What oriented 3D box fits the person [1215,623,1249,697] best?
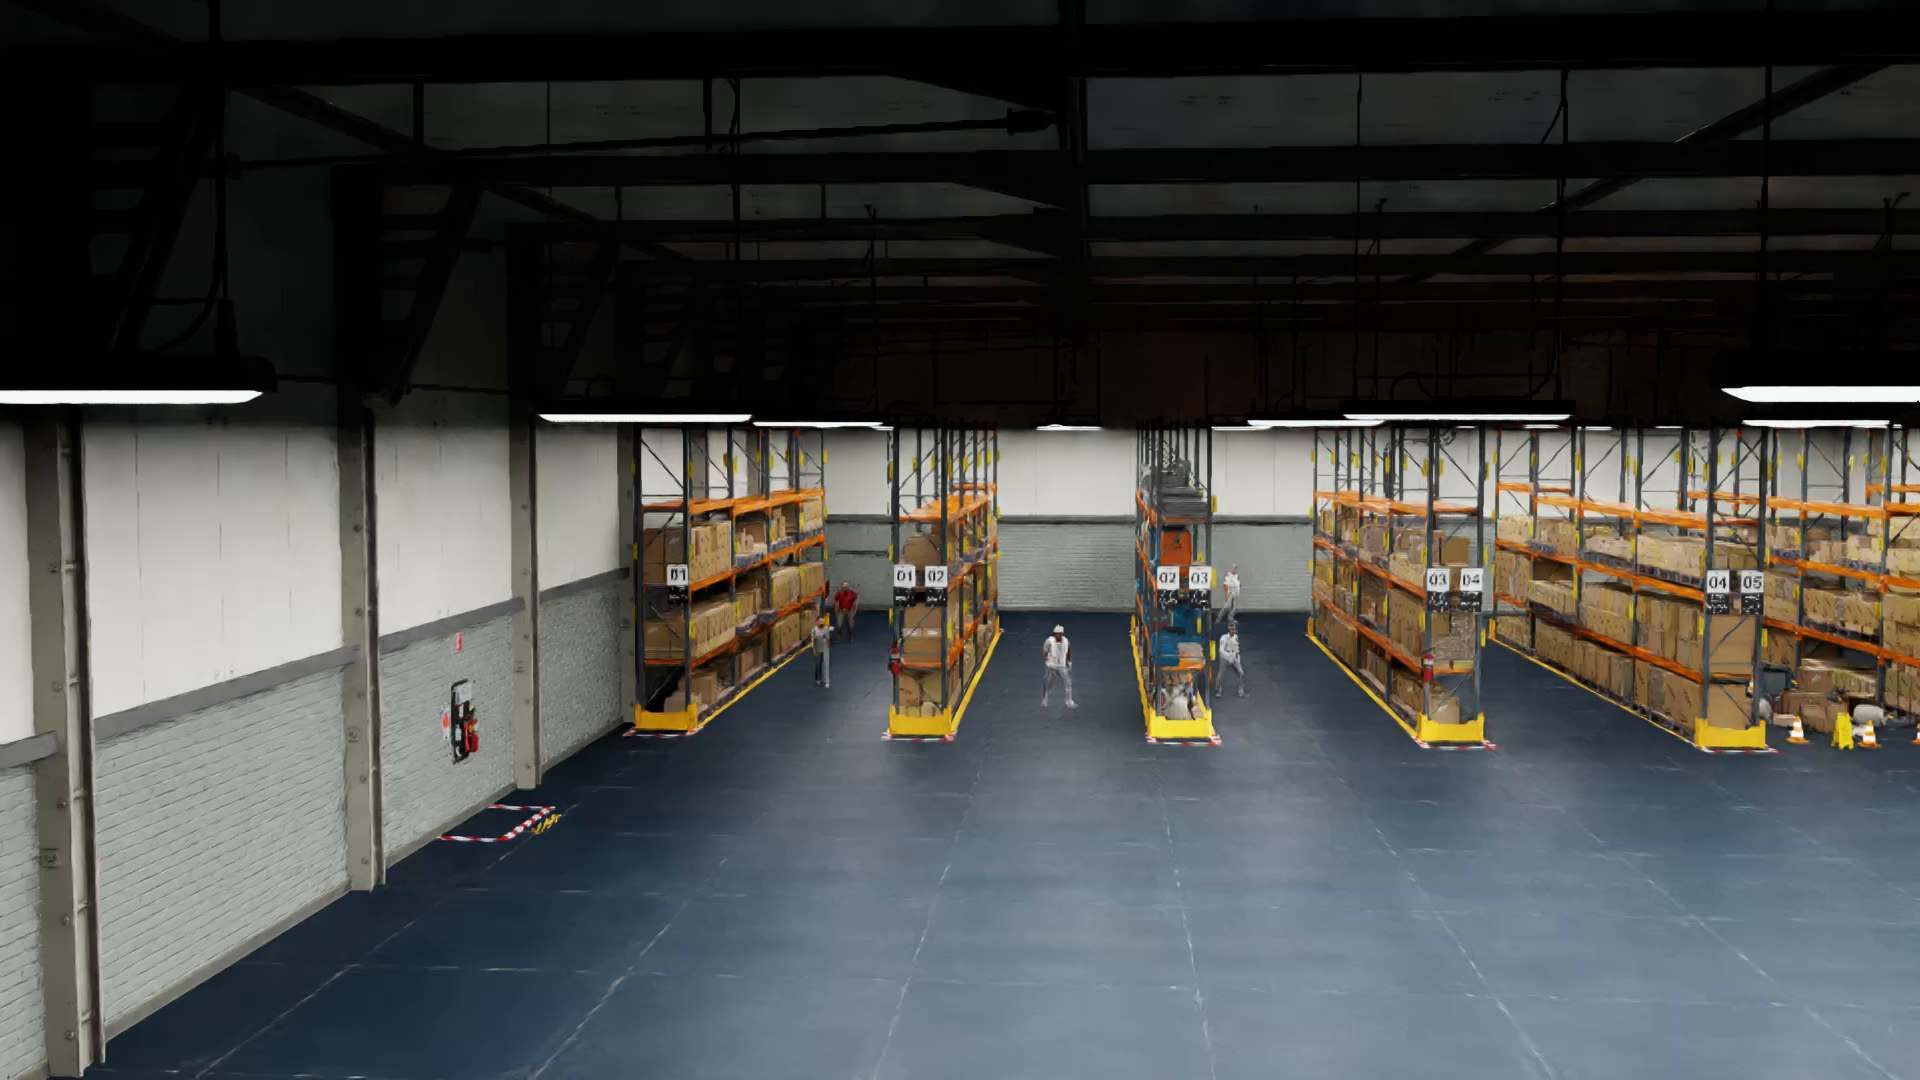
[{"bbox_3d":[5.803,2.568,35.815,0.617,1.614,0.729,-1,4,-20],"label":"person"}]

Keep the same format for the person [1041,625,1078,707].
[{"bbox_3d":[2.018,2.603,34.521,0.701,1.717,0.849,-1,4,-12],"label":"person"}]

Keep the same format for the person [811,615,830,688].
[{"bbox_3d":[-3.121,2.476,37.209,0.444,1.604,1.016,0,4,-3],"label":"person"}]

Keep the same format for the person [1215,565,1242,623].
[{"bbox_3d":[7.997,1.615,49.627,0.732,1.742,0.557,-3,5,-37],"label":"person"}]

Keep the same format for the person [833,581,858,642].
[{"bbox_3d":[-3.097,1.948,45.091,0.682,1.676,0.529,0,4,3],"label":"person"}]
